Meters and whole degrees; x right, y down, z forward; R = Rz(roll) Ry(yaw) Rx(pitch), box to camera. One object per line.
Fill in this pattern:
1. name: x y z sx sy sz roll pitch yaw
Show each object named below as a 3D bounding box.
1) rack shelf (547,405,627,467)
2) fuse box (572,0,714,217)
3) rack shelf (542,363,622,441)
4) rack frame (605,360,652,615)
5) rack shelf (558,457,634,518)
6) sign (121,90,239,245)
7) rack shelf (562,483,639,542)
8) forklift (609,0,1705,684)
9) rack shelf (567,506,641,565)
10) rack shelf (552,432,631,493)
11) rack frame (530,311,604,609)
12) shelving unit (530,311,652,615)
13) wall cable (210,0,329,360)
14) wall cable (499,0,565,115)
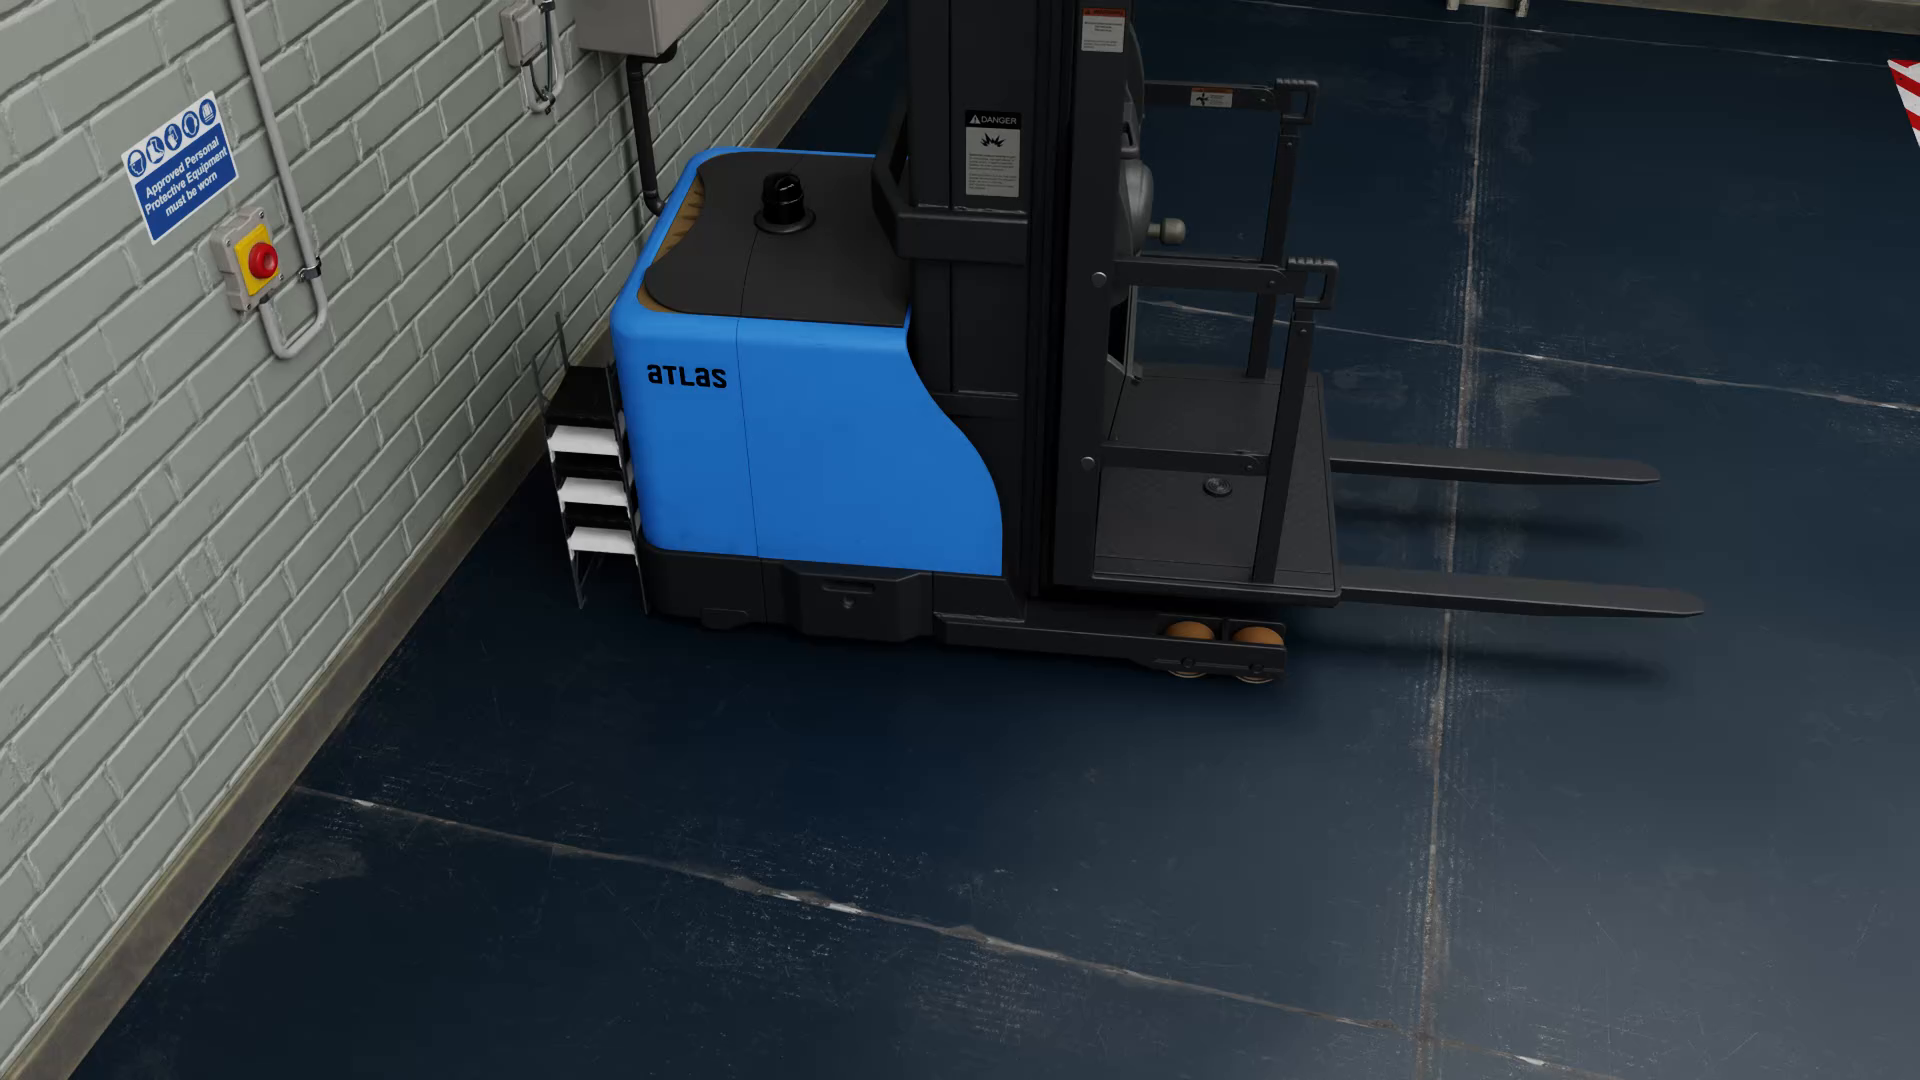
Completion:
1. rack shelf: -1.026 -0.317 4.700 0.200 0.077 0.258 4 40 5
2. fuse box: -0.971 -1.533 5.745 0.414 1.711 0.539 10 41 11
3. rack shelf: -1.026 -0.386 4.642 0.200 0.077 0.258 4 40 5
4. rack frame: -0.925 -0.197 4.785 0.006 0.900 0.240 4 40 5
5. rack shelf: -1.026 -0.179 4.816 0.200 0.077 0.258 4 40 5
6. sign: -1.727 -0.829 3.695 0.001 0.218 0.327 10 41 11
7. rack shelf: -1.026 -0.111 4.874 0.200 0.077 0.258 4 40 5
8. forklift: 0.625 -1.075 4.251 3.031 2.935 1.130 4 40 5
9. rack shelf: -1.026 -0.042 4.932 0.200 0.077 0.258 4 40 5
10. rack shelf: -1.026 -0.248 4.758 0.200 0.077 0.258 4 40 5
11. rack frame: -1.127 -0.213 4.803 0.006 0.900 0.240 4 40 5
12. shelving unit: -1.026 -0.205 4.794 0.210 0.900 0.258 4 40 5
13. wall cable: -1.655 -1.147 3.469 0.123 1.953 0.585 10 41 11
14. wall cable: -1.300 -2.018 4.530 0.122 1.984 0.588 10 41 11
